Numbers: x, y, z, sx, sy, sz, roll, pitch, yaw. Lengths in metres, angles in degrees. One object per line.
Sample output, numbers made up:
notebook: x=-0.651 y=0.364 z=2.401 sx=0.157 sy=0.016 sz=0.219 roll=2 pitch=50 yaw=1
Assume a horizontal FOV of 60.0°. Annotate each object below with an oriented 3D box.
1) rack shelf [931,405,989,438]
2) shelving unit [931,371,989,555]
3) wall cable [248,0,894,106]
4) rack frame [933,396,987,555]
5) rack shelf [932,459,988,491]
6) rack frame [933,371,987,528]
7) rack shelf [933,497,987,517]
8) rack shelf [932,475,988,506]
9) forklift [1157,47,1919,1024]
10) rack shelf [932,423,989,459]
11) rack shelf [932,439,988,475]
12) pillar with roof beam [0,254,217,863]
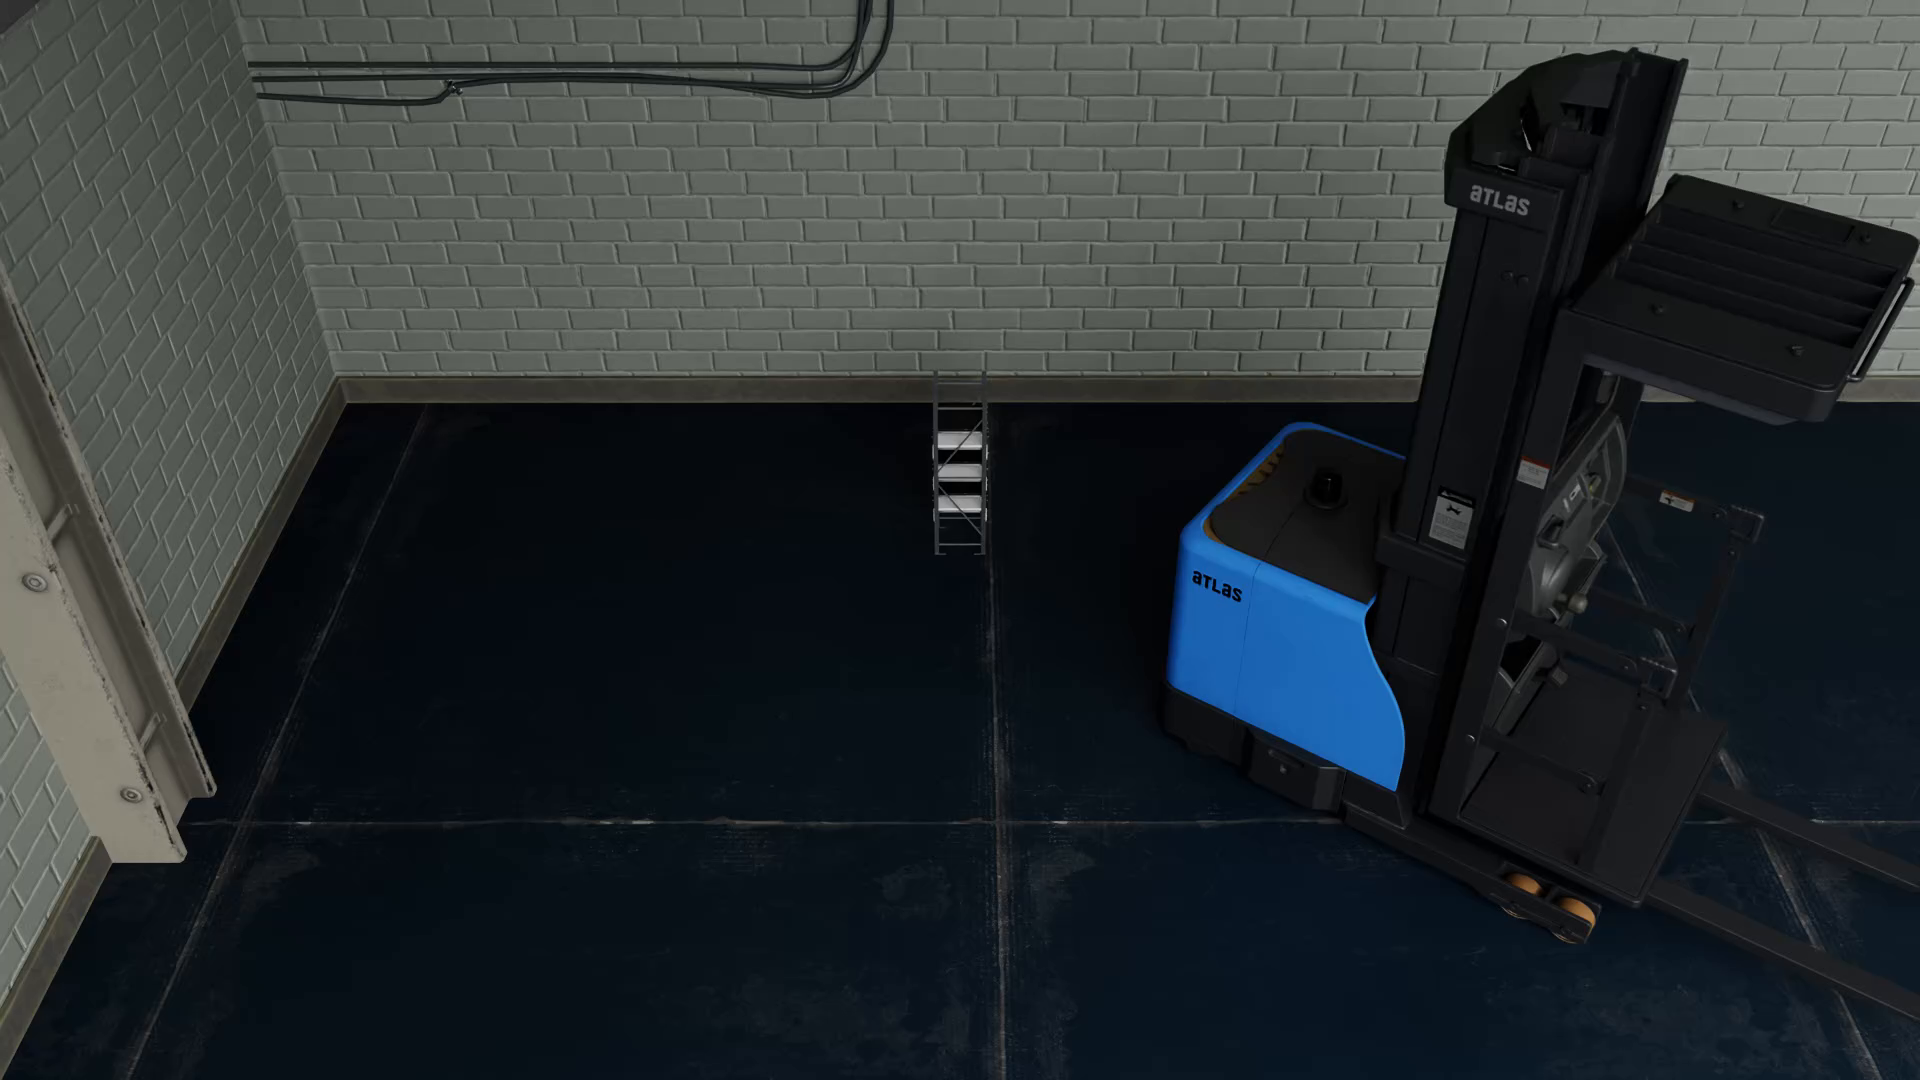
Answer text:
rack shelf: x=0.000 y=-0.531 z=7.560 sx=0.258 sy=0.077 sz=0.200 roll=0 pitch=39 yaw=0
shelving unit: x=0.000 y=-0.346 z=7.708 sx=0.258 sy=0.900 sz=0.210 roll=0 pitch=39 yaw=0
wall cable: x=-1.846 y=-3.019 z=7.050 sx=3.097 sy=2.526 sz=0.112 roll=0 pitch=39 yaw=0
rack frame: x=0.000 y=-0.282 z=7.628 sx=0.240 sy=0.900 sz=0.006 roll=0 pitch=39 yaw=0
rack shelf: x=0.000 y=-0.320 z=7.729 sx=0.258 sy=0.077 sz=0.200 roll=0 pitch=39 yaw=0
rack frame: x=0.000 y=-0.410 z=7.787 sx=0.240 sy=0.900 sz=0.006 roll=0 pitch=39 yaw=0
rack shelf: x=0.000 y=-0.180 z=7.841 sx=0.258 sy=0.077 sz=0.200 roll=0 pitch=39 yaw=0
rack shelf: x=0.000 y=-0.250 z=7.785 sx=0.258 sy=0.077 sz=0.200 roll=0 pitch=39 yaw=0
forklift: x=2.316 y=-0.038 z=5.699 sx=3.031 sy=2.935 sz=1.130 roll=24 pitch=45 yaw=27
rack shelf: x=0.000 y=-0.461 z=7.616 sx=0.258 sy=0.077 sz=0.200 roll=0 pitch=39 yaw=0
rack shelf: x=0.000 y=-0.390 z=7.672 sx=0.258 sy=0.077 sz=0.200 roll=0 pitch=39 yaw=0
pillar with roof beam: x=1.140 y=-2.391 z=3.783 sx=9.100 sy=9.000 sz=0.400 roll=0 pitch=39 yaw=0
